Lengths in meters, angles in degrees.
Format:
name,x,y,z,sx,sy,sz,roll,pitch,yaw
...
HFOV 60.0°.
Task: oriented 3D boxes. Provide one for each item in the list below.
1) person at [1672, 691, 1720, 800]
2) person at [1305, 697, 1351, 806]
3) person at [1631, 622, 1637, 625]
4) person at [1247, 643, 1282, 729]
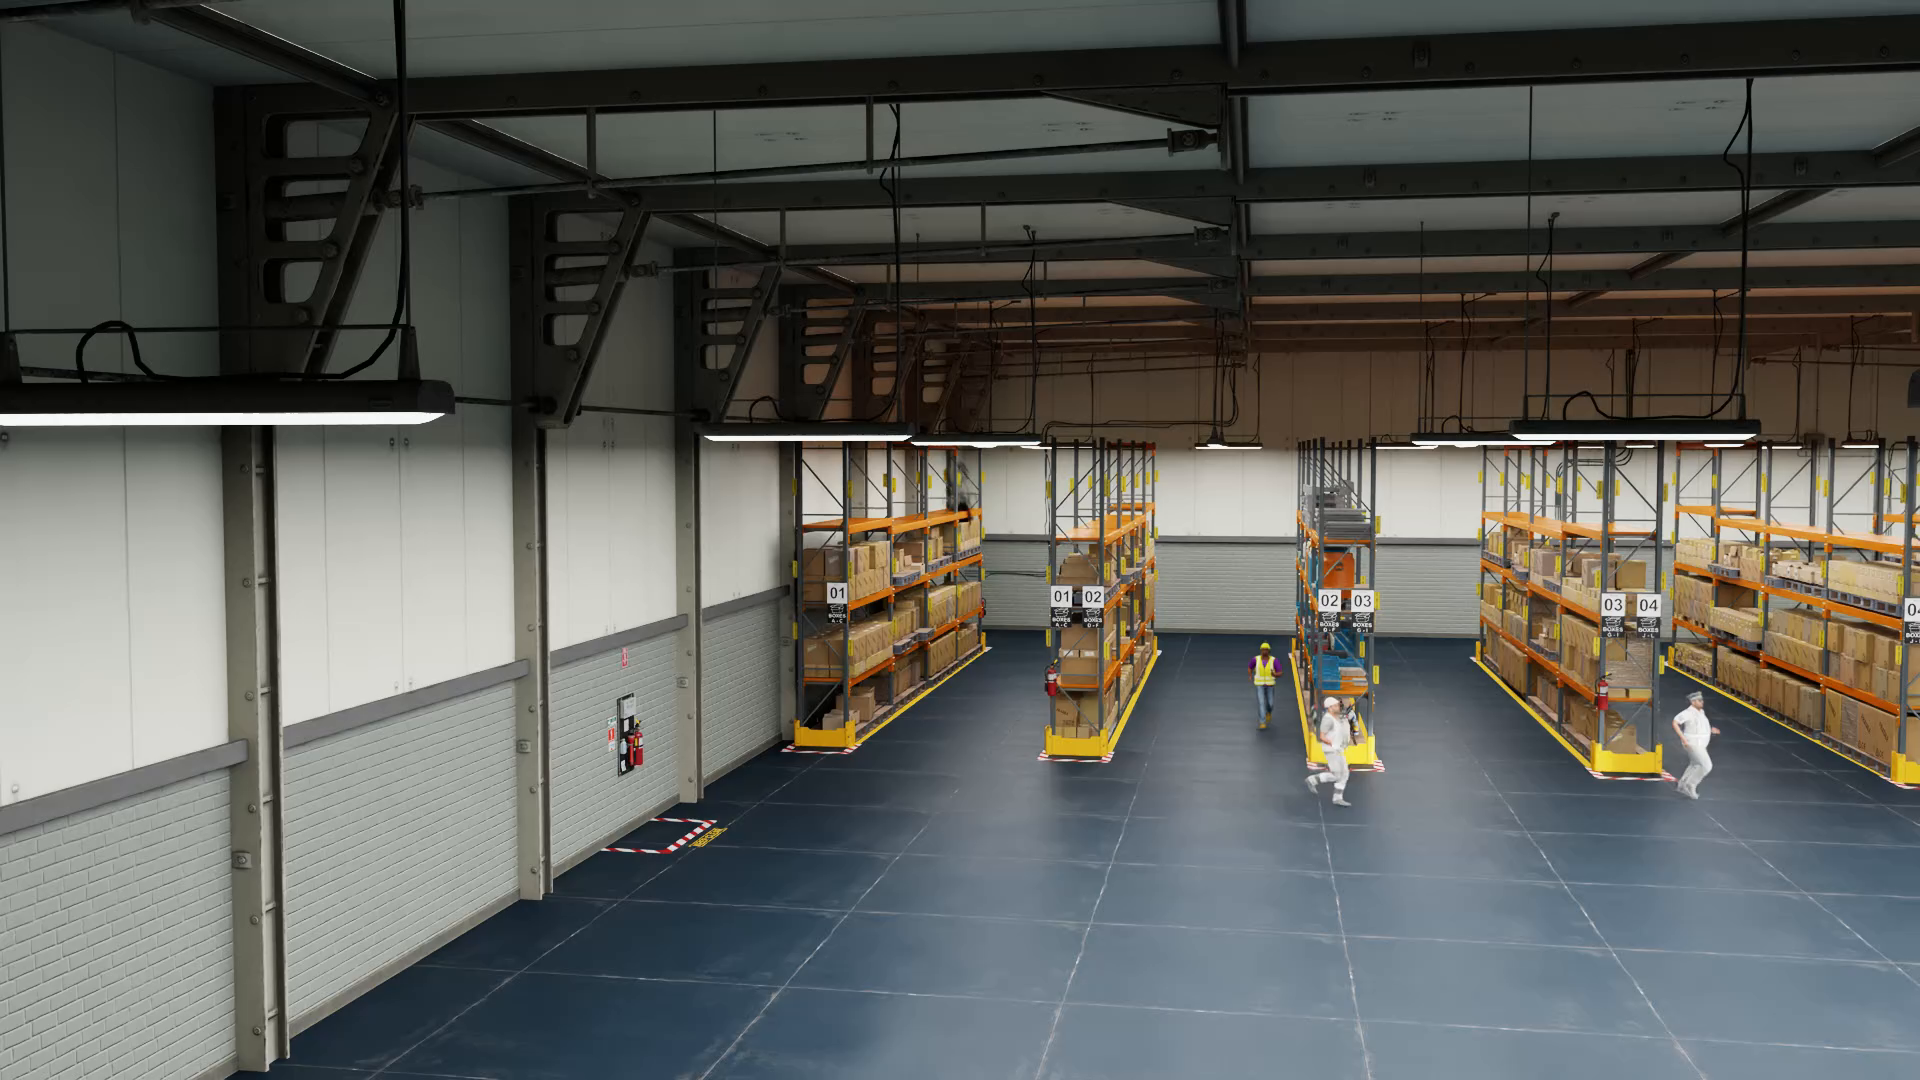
name,x,y,z,sx,sy,sz,roll,pitch,yaw
person,12.181,3.390,27.439,0.642,1.794,0.685,-3,4,-44
person,6.003,3.425,27.008,0.744,1.759,0.655,2,3,28
person,17.879,2.513,44.835,0.752,1.687,0.602,2,3,30
person,6.333,3.013,34.548,0.714,1.747,0.932,0,3,9
